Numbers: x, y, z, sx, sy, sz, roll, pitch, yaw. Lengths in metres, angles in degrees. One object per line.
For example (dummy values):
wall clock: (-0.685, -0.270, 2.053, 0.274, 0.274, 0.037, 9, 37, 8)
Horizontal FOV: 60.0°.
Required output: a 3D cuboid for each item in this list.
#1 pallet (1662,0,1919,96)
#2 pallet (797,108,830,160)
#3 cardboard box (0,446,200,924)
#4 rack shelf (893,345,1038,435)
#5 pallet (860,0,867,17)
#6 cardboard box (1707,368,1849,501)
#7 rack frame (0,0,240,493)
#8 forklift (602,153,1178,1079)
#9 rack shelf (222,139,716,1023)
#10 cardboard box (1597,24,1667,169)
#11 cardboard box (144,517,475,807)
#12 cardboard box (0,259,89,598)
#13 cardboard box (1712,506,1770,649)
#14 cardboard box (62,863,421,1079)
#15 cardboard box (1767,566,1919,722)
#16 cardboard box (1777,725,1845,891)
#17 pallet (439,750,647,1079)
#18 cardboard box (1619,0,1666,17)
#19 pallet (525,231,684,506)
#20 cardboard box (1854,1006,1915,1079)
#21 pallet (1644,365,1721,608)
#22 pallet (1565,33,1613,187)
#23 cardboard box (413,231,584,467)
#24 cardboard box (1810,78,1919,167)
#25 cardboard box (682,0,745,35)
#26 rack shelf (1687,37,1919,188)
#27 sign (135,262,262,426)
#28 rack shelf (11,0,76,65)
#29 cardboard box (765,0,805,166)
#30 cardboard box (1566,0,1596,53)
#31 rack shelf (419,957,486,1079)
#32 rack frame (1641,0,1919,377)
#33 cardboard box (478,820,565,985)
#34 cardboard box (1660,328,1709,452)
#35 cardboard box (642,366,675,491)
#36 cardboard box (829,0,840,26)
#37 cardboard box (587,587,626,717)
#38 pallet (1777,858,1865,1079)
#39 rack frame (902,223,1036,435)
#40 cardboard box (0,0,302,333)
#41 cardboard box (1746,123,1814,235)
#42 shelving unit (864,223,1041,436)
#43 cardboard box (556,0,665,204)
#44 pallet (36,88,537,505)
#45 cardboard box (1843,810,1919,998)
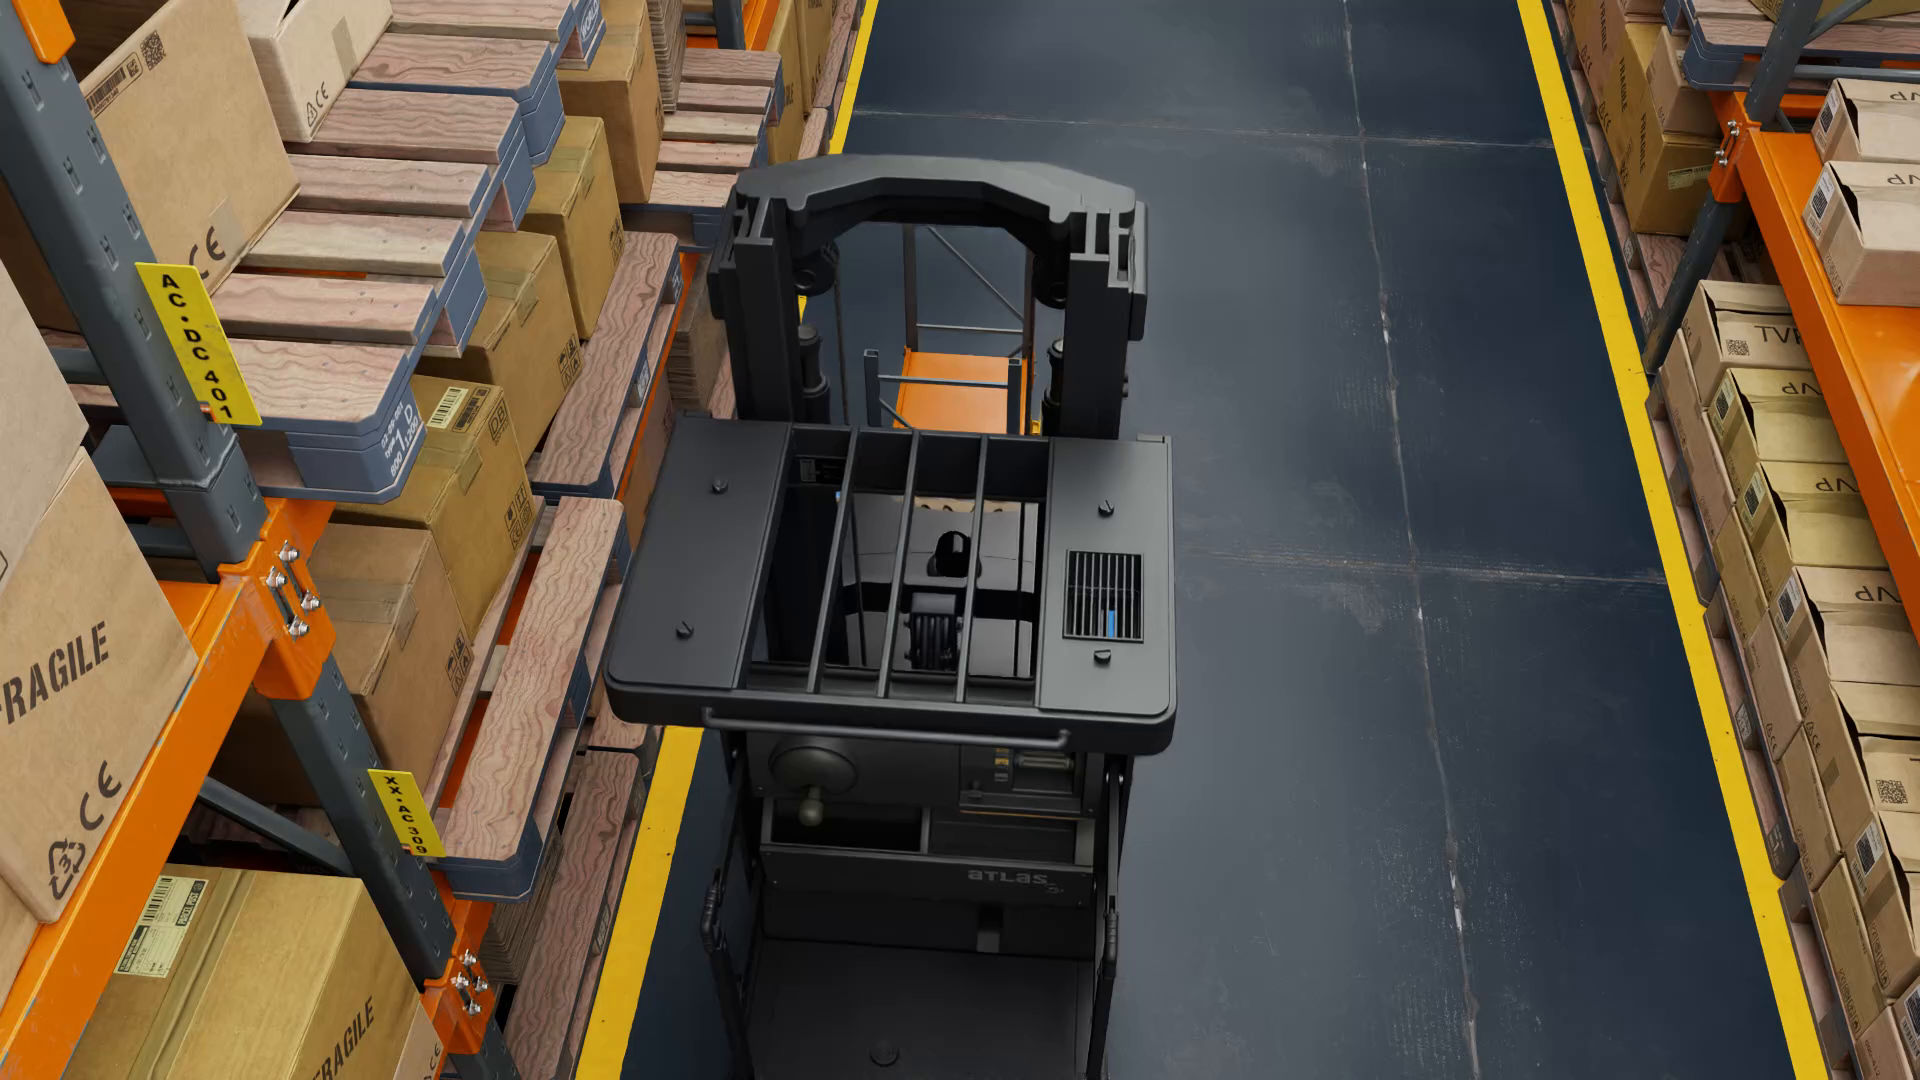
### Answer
pallet: (3.555, -2.193, 6.853, 1.213, 0.211, 1.003, 4, 48, 4)
pallet: (-1.223, -1.719, 8.179, 1.003, 0.211, 1.213, 4, 48, 4)
cardboard box: (-1.535, 0.191, 2.429, 0.500, 0.500, 0.500, 5, 48, 5)
rack shelf: (-0.008, -0.322, 6.272, 0.538, 0.185, 1.000, 4, 48, 4)
pallet: (-1.001, -3.512, 9.819, 1.003, 0.211, 1.213, 4, 48, 4)
cardboard box: (3.183, -0.406, 6.288, 0.500, 0.311, 0.500, 3, 48, 3)
rack frame: (-1.735, -1.171, 1.723, 1.000, 3.000, 0.127, 4, 48, 4)
forklift: (-0.105, 0.662, 4.158, 1.130, 2.935, 3.031, 3, 48, 3)
rack shelf: (-1.553, -0.373, 5.546, 1.077, 0.370, 4.000, 4, 48, 4)
cardboard box: (3.462, -2.143, 8.073, 0.500, 0.500, 0.500, 2, 48, 2)
cardboard box: (-1.654, 0.300, 4.077, 0.700, 0.500, 0.500, 4, 48, 4)
cardboard box: (-1.510, -0.150, 2.063, 0.500, 0.500, 0.500, 0, 48, 0)
cardboard box: (3.137, 0.148, 6.161, 0.500, 0.250, 0.500, 3, 48, 2)
cardboard box: (-1.470, 1.013, 3.371, 0.500, 0.500, 0.500, 4, 48, 3)
cardboard box: (3.088, 0.346, 5.600, 0.500, 0.311, 0.500, 3, 48, 3)
cardboard box: (3.042, 0.899, 5.474, 0.500, 0.250, 0.500, 5, 48, 4)
pallet: (-1.665, 1.223, 5.489, 1.003, 0.211, 1.213, 4, 48, 4)
cardboard box: (3.505, -2.810, 8.175, 0.500, 0.250, 0.500, 3, 48, 3)
pallet: (-1.510, -0.563, 5.363, 1.003, 0.211, 1.213, 4, 48, 4)
cardboard box: (2.948, 1.646, 4.790, 0.500, 0.250, 0.500, 3, 48, 3)
pallet: (3.449, -0.212, 6.801, 1.003, 0.211, 1.213, 4, 48, 4)
pallet: (3.783, -2.254, 8.669, 1.003, 0.211, 1.213, 4, 48, 4)
cardboard box: (-1.567, -0.596, 4.897, 0.700, 0.500, 0.500, 10, 48, 9)
cardboard box: (3.487, -1.461, 6.114, 0.500, 0.311, 0.500, 7, 48, 6)
cardboard box: (-1.110, -2.234, 6.917, 0.380, 0.149, 0.250, 3, 48, 3)
rack shelf: (3.745, -2.982, 7.932, 1.077, 0.370, 4.000, 4, 48, 4)
sign: (-1.194, -0.302, 2.610, 0.100, 0.325, 0.005, 4, 48, 4)
rack shelf: (-1.553, -2.263, 3.480, 1.077, 0.370, 4.000, 4, 48, 4)
cardboard box: (-1.173, -2.033, 7.749, 0.750, 0.750, 0.750, 3, 48, 3)
cardboard box: (3.550, -2.901, 8.766, 0.500, 0.500, 0.500, 4, 48, 4)
rack shelf: (-1.917, 2.566, 2.858, 1.077, 0.370, 4.000, 4, 48, 4)
rack frame: (3.563, -1.755, 6.323, 1.000, 3.000, 0.127, 4, 48, 4)
cardboard box: (-1.684, 1.007, 5.192, 0.700, 0.500, 0.500, 5, 48, 5)
cardboard box: (3.223, -0.604, 6.848, 0.500, 0.250, 0.500, 4, 48, 3)
cardboard box: (-1.547, -0.487, 6.559, 0.700, 0.500, 0.500, 4, 48, 3)
cardboard box: (-1.014, -3.301, 8.909, 0.750, 0.750, 0.750, 5, 48, 5)
cardboard box: (-1.600, 0.252, 5.883, 0.700, 0.500, 0.500, 4, 48, 4)
pallet: (3.227, 1.581, 5.161, 1.003, 0.211, 1.213, 4, 48, 4)
rack frame: (0.039, -0.817, 6.481, 0.500, 1.500, 0.032, 4, 48, 4)
cardboard box: (-1.605, -0.730, 3.000, 0.500, 0.500, 0.500, 10, 48, 9)
cardboard box: (3.931, -1.760, 7.723, 0.500, 0.500, 0.500, 2, 48, 2)
shelving unit: (-0.007, -0.450, 6.145, 0.587, 1.500, 1.083, 4, 48, 4)
cardboard box: (-1.427, -1.509, 5.732, 0.700, 0.500, 0.500, 0, 48, 0)
pallet: (-1.572, -0.542, 3.307, 1.213, 0.211, 1.003, 4, 48, 4)
cardboard box: (2.991, 1.082, 4.927, 0.500, 0.311, 0.500, 5, 48, 5)
